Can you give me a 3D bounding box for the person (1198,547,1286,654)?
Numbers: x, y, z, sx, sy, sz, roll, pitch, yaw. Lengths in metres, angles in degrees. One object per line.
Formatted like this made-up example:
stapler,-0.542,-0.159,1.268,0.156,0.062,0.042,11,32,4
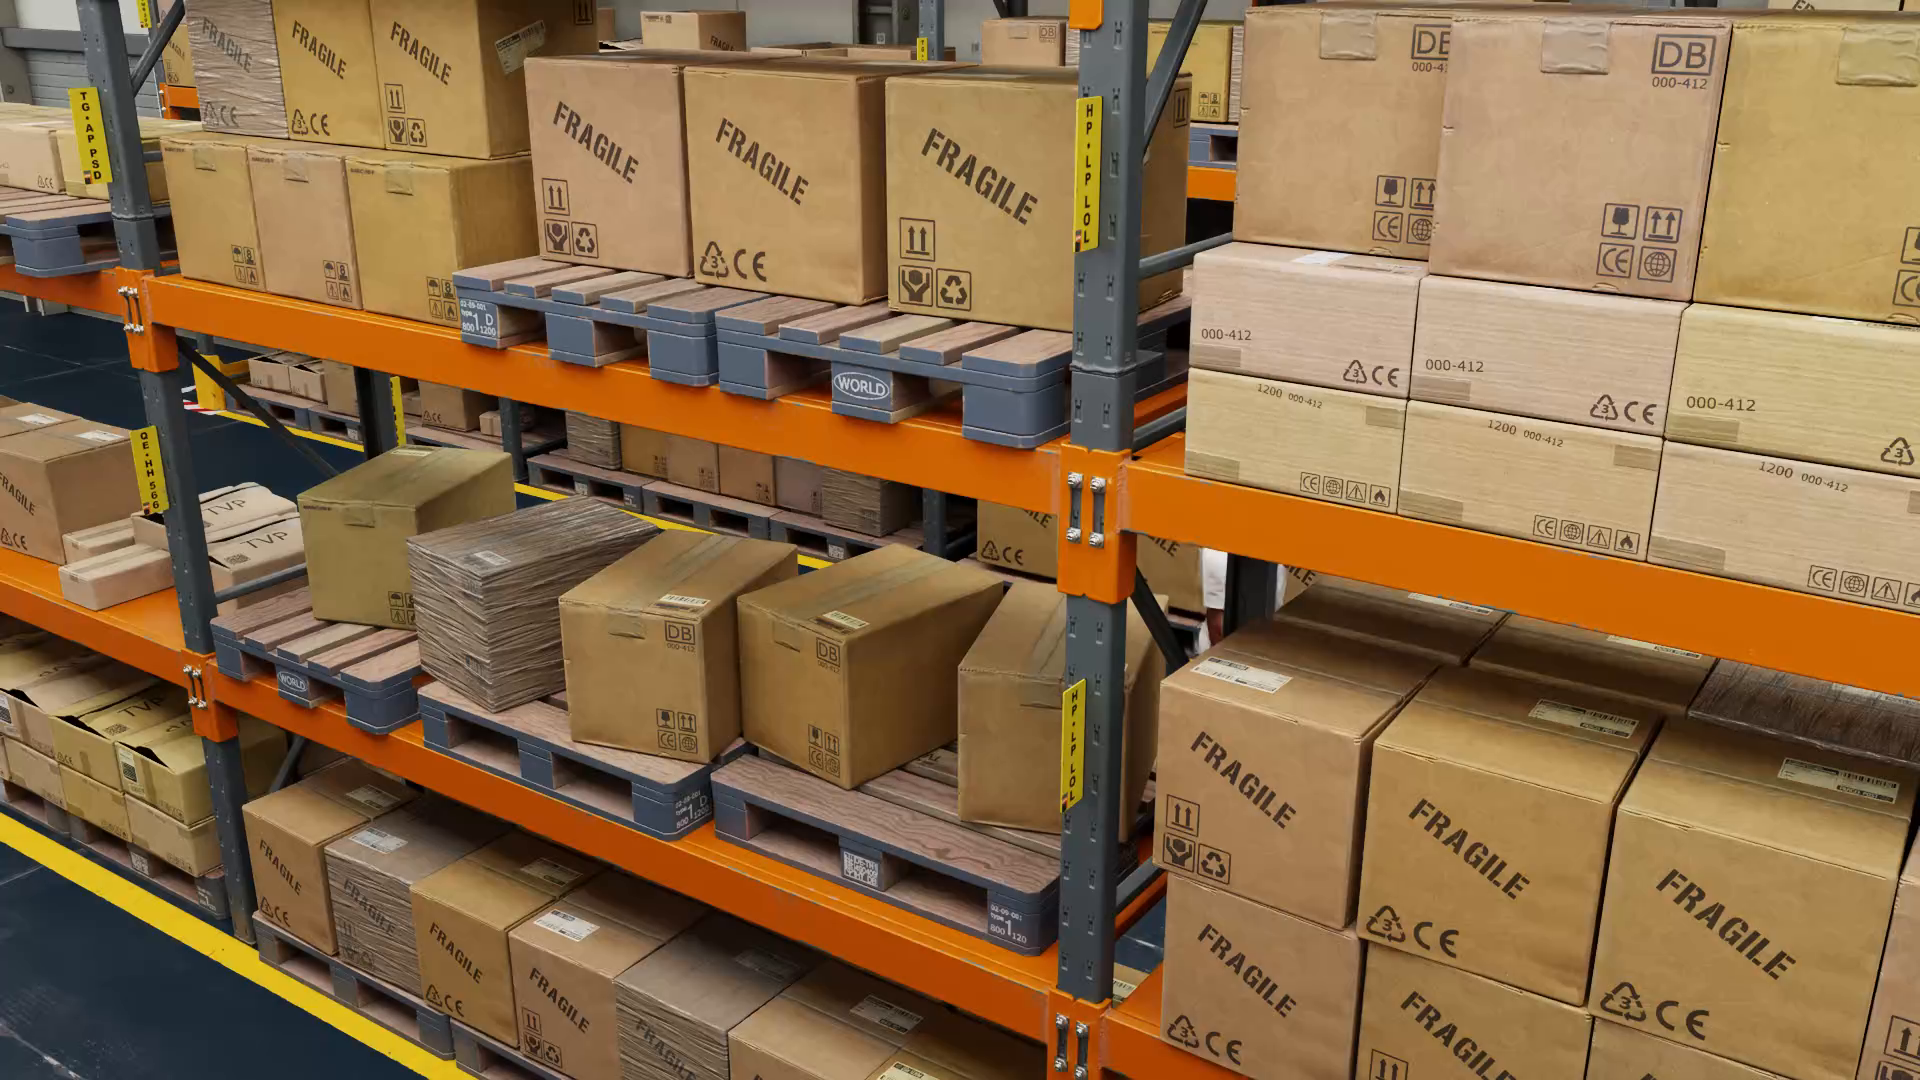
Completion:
person,1.314,0.531,7.518,0.468,1.794,0.599,12,23,30
